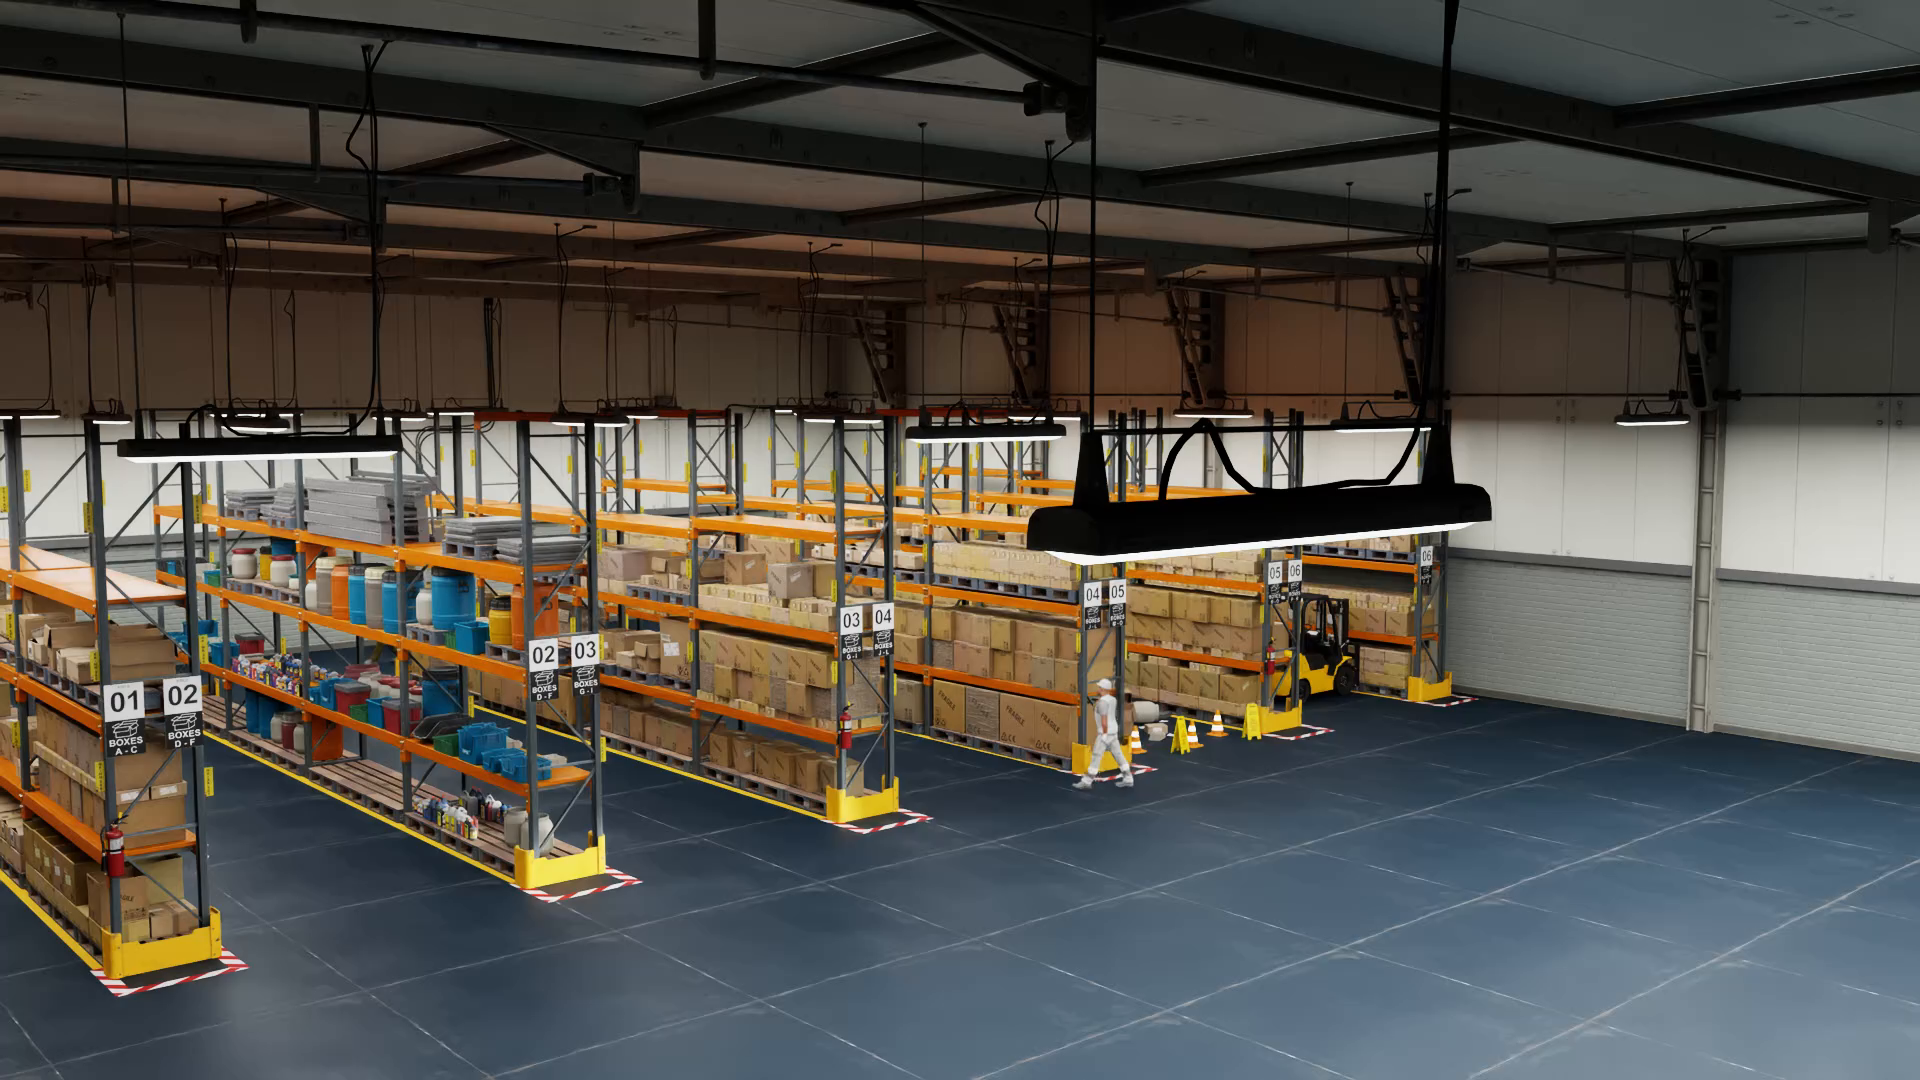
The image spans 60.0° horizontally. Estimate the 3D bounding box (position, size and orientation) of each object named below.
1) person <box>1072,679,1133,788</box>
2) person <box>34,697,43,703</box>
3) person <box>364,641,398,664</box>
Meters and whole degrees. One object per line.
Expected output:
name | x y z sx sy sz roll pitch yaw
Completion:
person | 2.302 3.089 26.622 0.945 1.737 0.560 2 5 18
person | -17.275 2.794 31.004 0.468 1.581 0.977 0 5 5
person | -13.534 2.147 39.030 1.091 1.515 0.551 -5 7 -44
